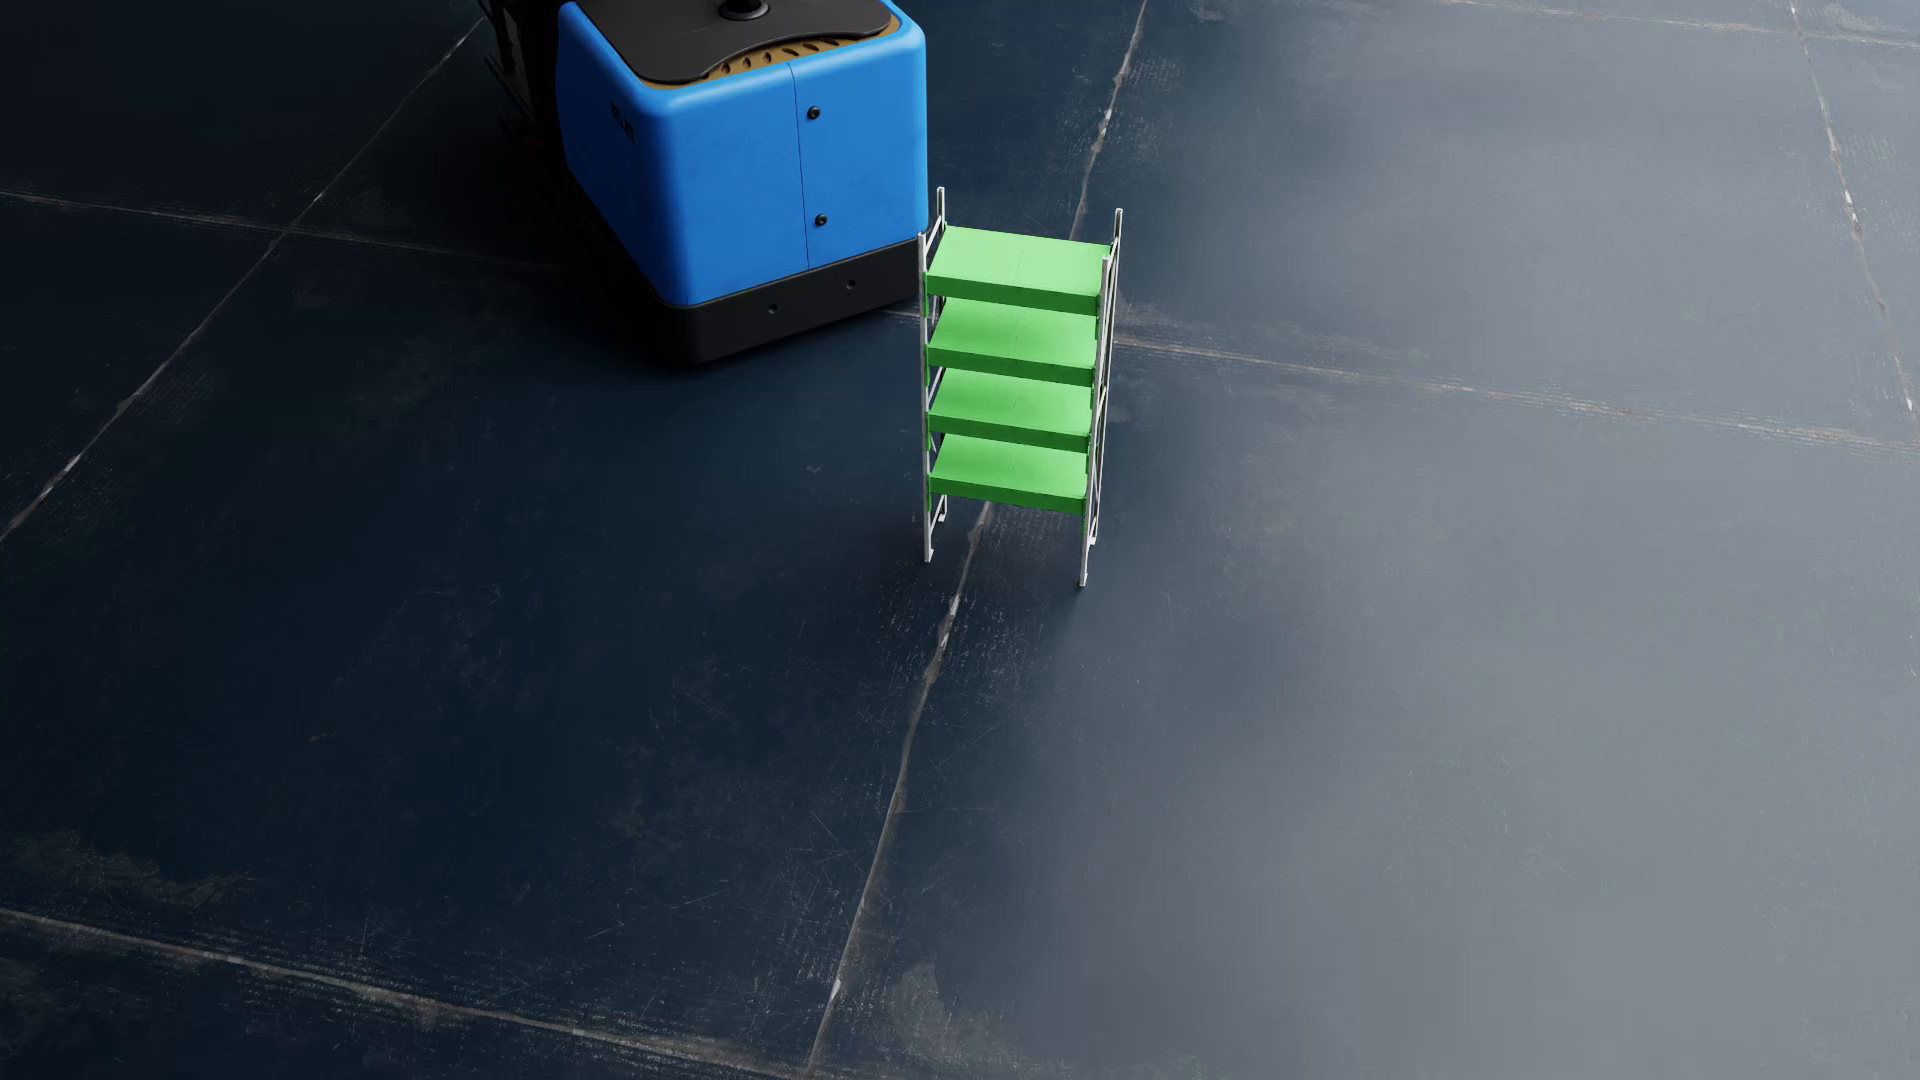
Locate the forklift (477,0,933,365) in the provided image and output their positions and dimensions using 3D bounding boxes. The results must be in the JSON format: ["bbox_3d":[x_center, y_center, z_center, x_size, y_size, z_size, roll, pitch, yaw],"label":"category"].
[{"bbox_3d":[-1.248,-2.682,5.922,1.130,2.935,3.031,-21,48,-20],"label":"forklift"}]

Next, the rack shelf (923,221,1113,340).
[{"bbox_3d":[0.162,-0.707,4.519,0.480,0.148,0.258,9,45,9],"label":"rack shelf"}]

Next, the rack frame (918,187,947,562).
[{"bbox_3d":[-0.077,-0.444,4.846,0.015,1.200,0.240,9,45,9],"label":"rack frame"}]

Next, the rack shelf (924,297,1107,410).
[{"bbox_3d":[0.162,-0.534,4.686,0.480,0.148,0.258,9,45,9],"label":"rack shelf"}]

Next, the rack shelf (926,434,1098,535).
[{"bbox_3d":[0.162,-0.188,5.019,0.480,0.148,0.258,9,45,9],"label":"rack shelf"}]

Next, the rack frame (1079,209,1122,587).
[{"bbox_3d":[0.400,-0.370,4.769,0.015,1.200,0.240,9,45,9],"label":"rack frame"}]

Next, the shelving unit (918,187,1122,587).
[{"bbox_3d":[0.162,-0.407,4.808,0.503,1.200,0.258,9,45,9],"label":"shelving unit"}]

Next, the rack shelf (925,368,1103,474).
[{"bbox_3d":[0.162,-0.361,4.852,0.480,0.148,0.258,9,45,9],"label":"rack shelf"}]
